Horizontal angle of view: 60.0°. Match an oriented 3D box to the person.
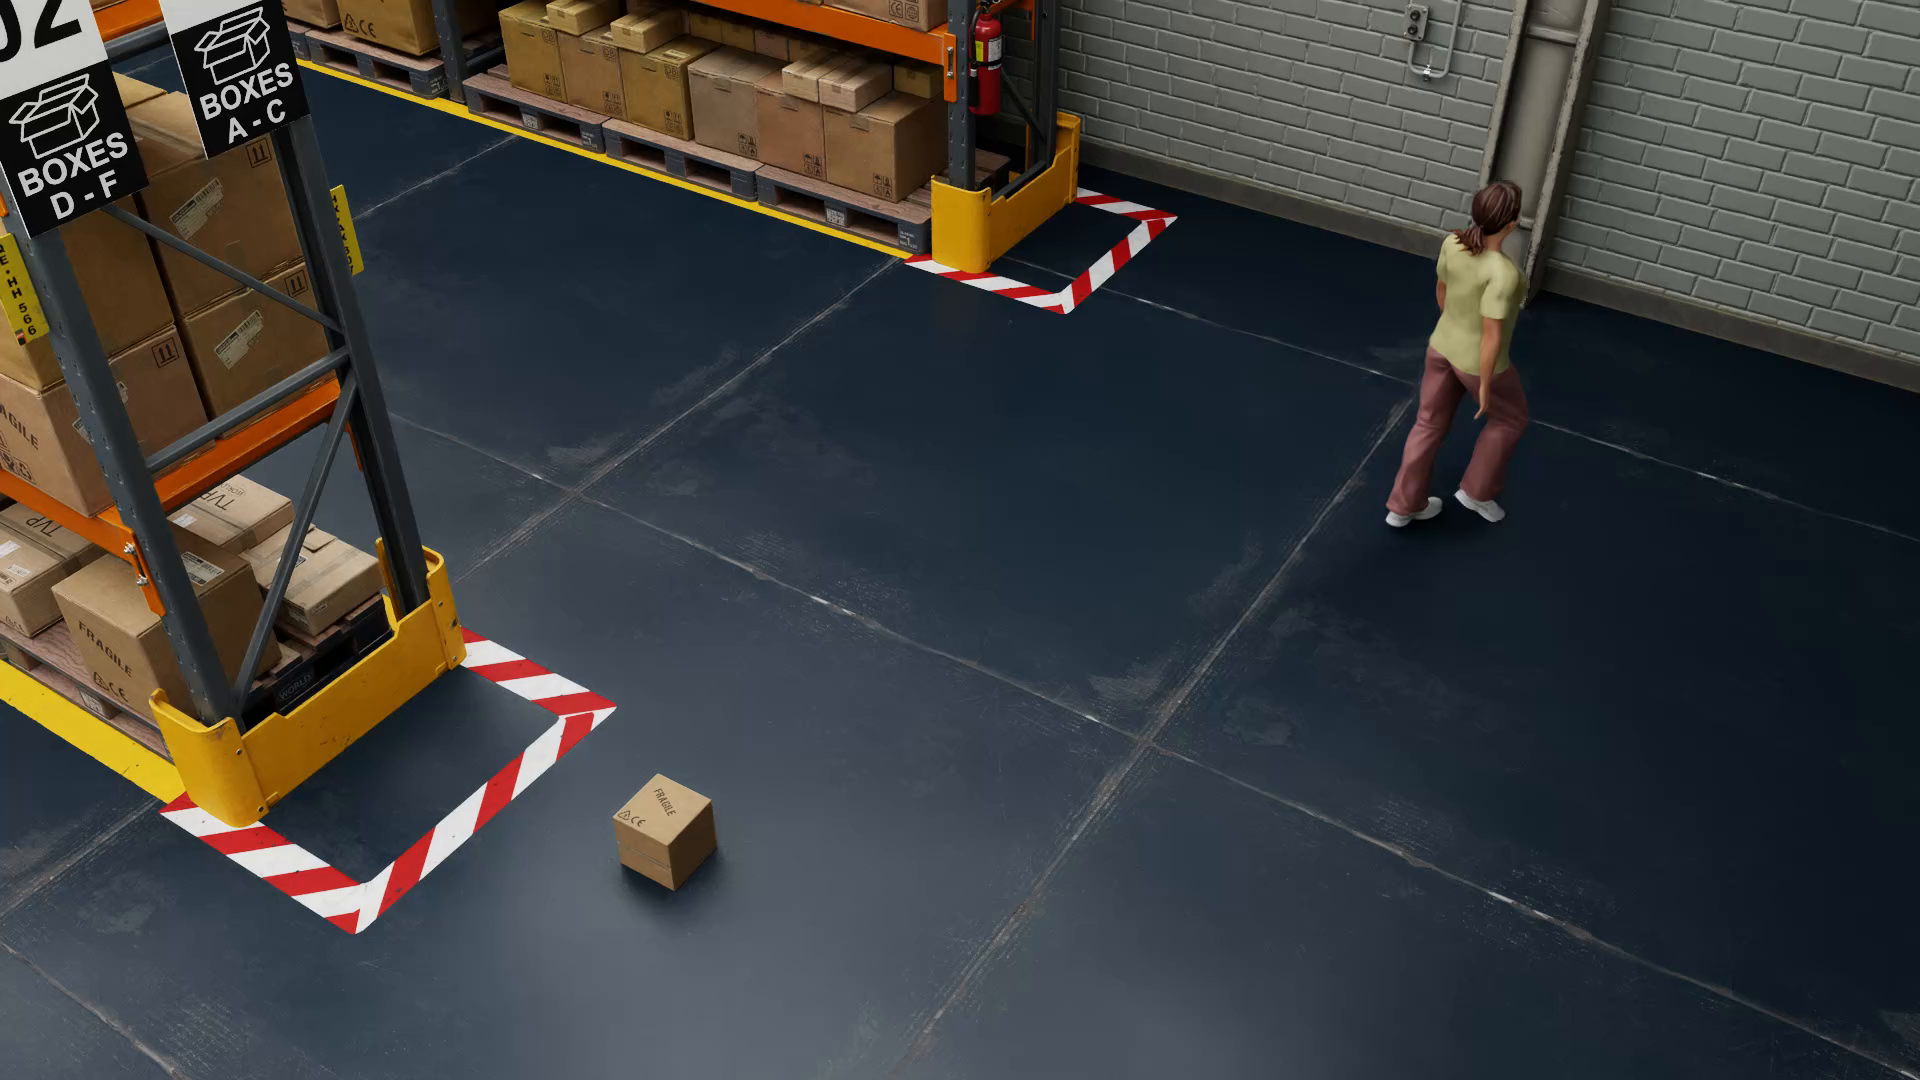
[{"bbox_3d":[2.191,-0.757,7.120,0.579,1.722,0.489,-20,43,-23],"label":"person"}]
